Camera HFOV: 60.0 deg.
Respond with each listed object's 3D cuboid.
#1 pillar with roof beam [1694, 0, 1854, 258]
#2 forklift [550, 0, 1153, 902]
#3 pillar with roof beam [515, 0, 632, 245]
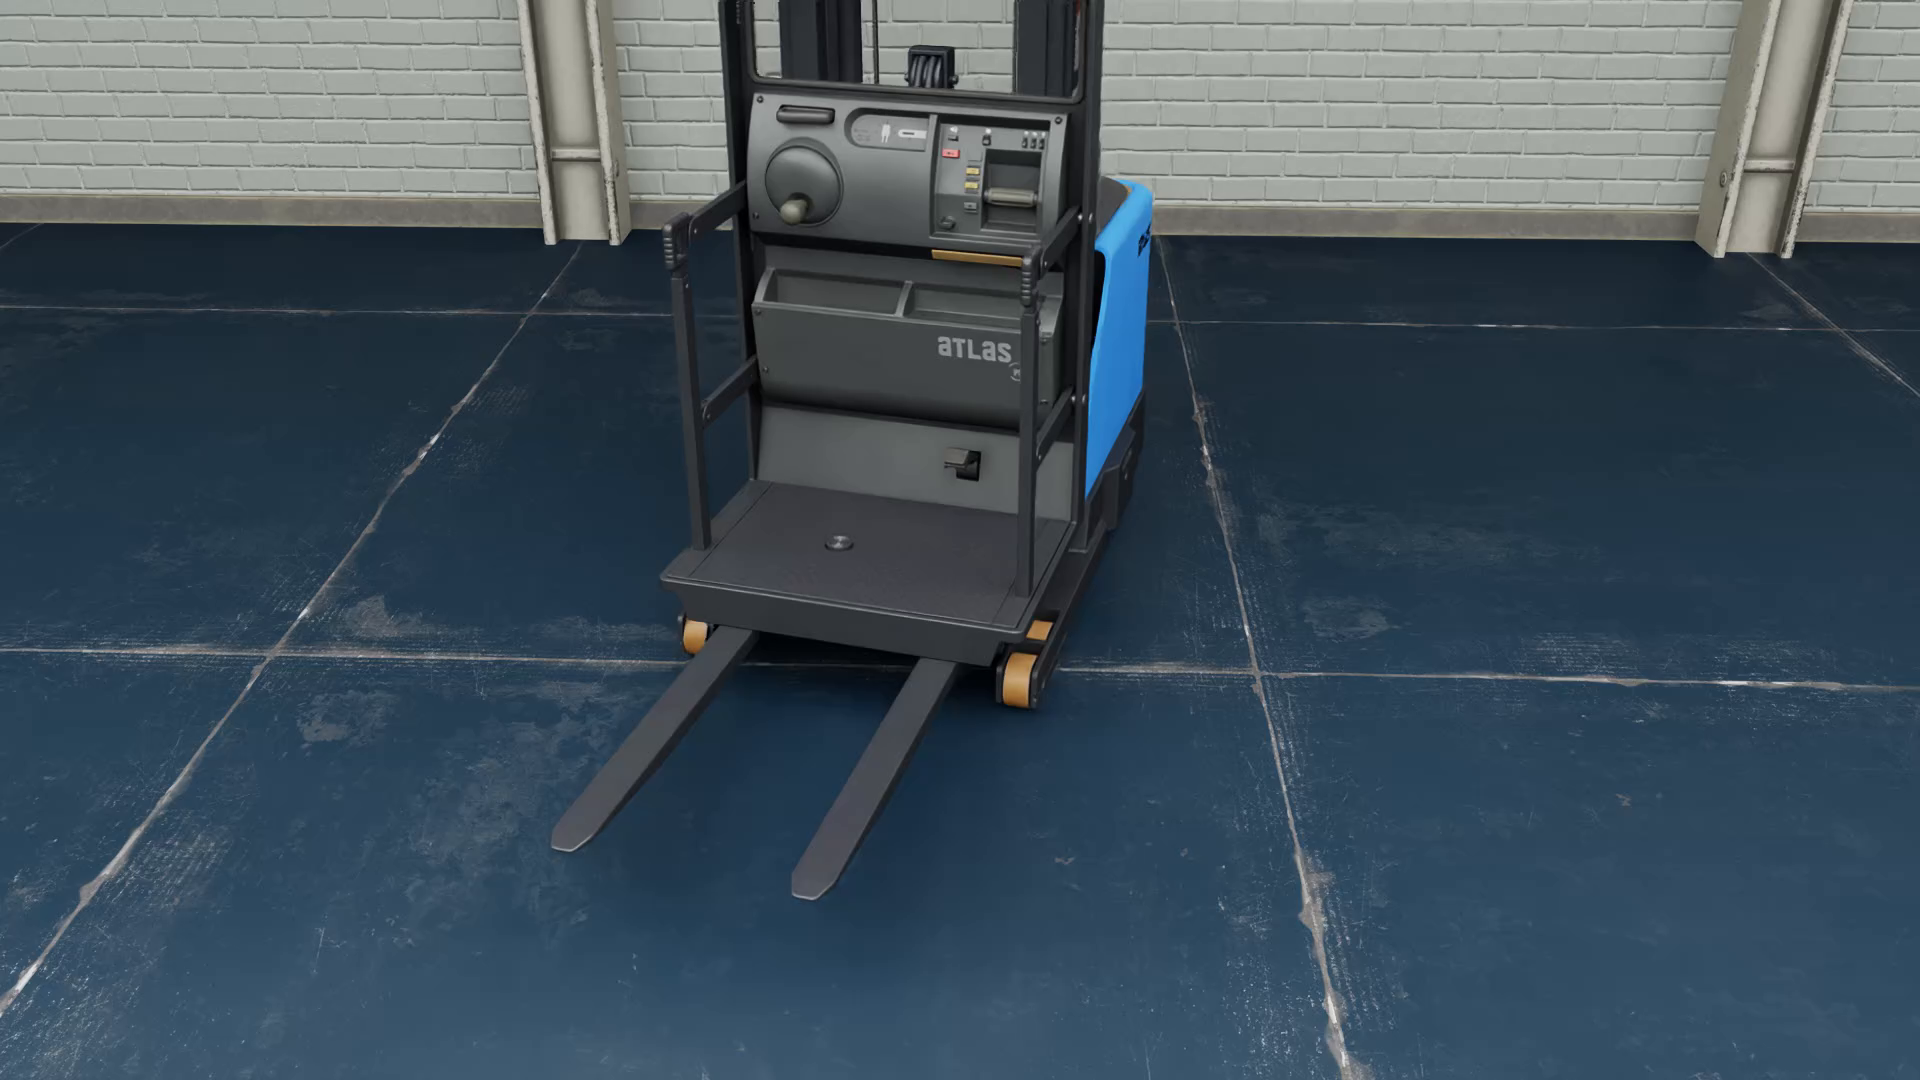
[{"bbox_3d":[3.887,-3.469,2.687,0.400,9.000,9.100,1,28,2],"label":"pillar with roof beam"},{"bbox_3d":[-0.217,-1.011,4.527,1.130,2.935,3.031,8,29,14],"label":"forklift"},{"bbox_3d":[-2.110,-3.569,2.874,0.400,9.000,9.100,1,28,2],"label":"pillar with roof beam"}]
